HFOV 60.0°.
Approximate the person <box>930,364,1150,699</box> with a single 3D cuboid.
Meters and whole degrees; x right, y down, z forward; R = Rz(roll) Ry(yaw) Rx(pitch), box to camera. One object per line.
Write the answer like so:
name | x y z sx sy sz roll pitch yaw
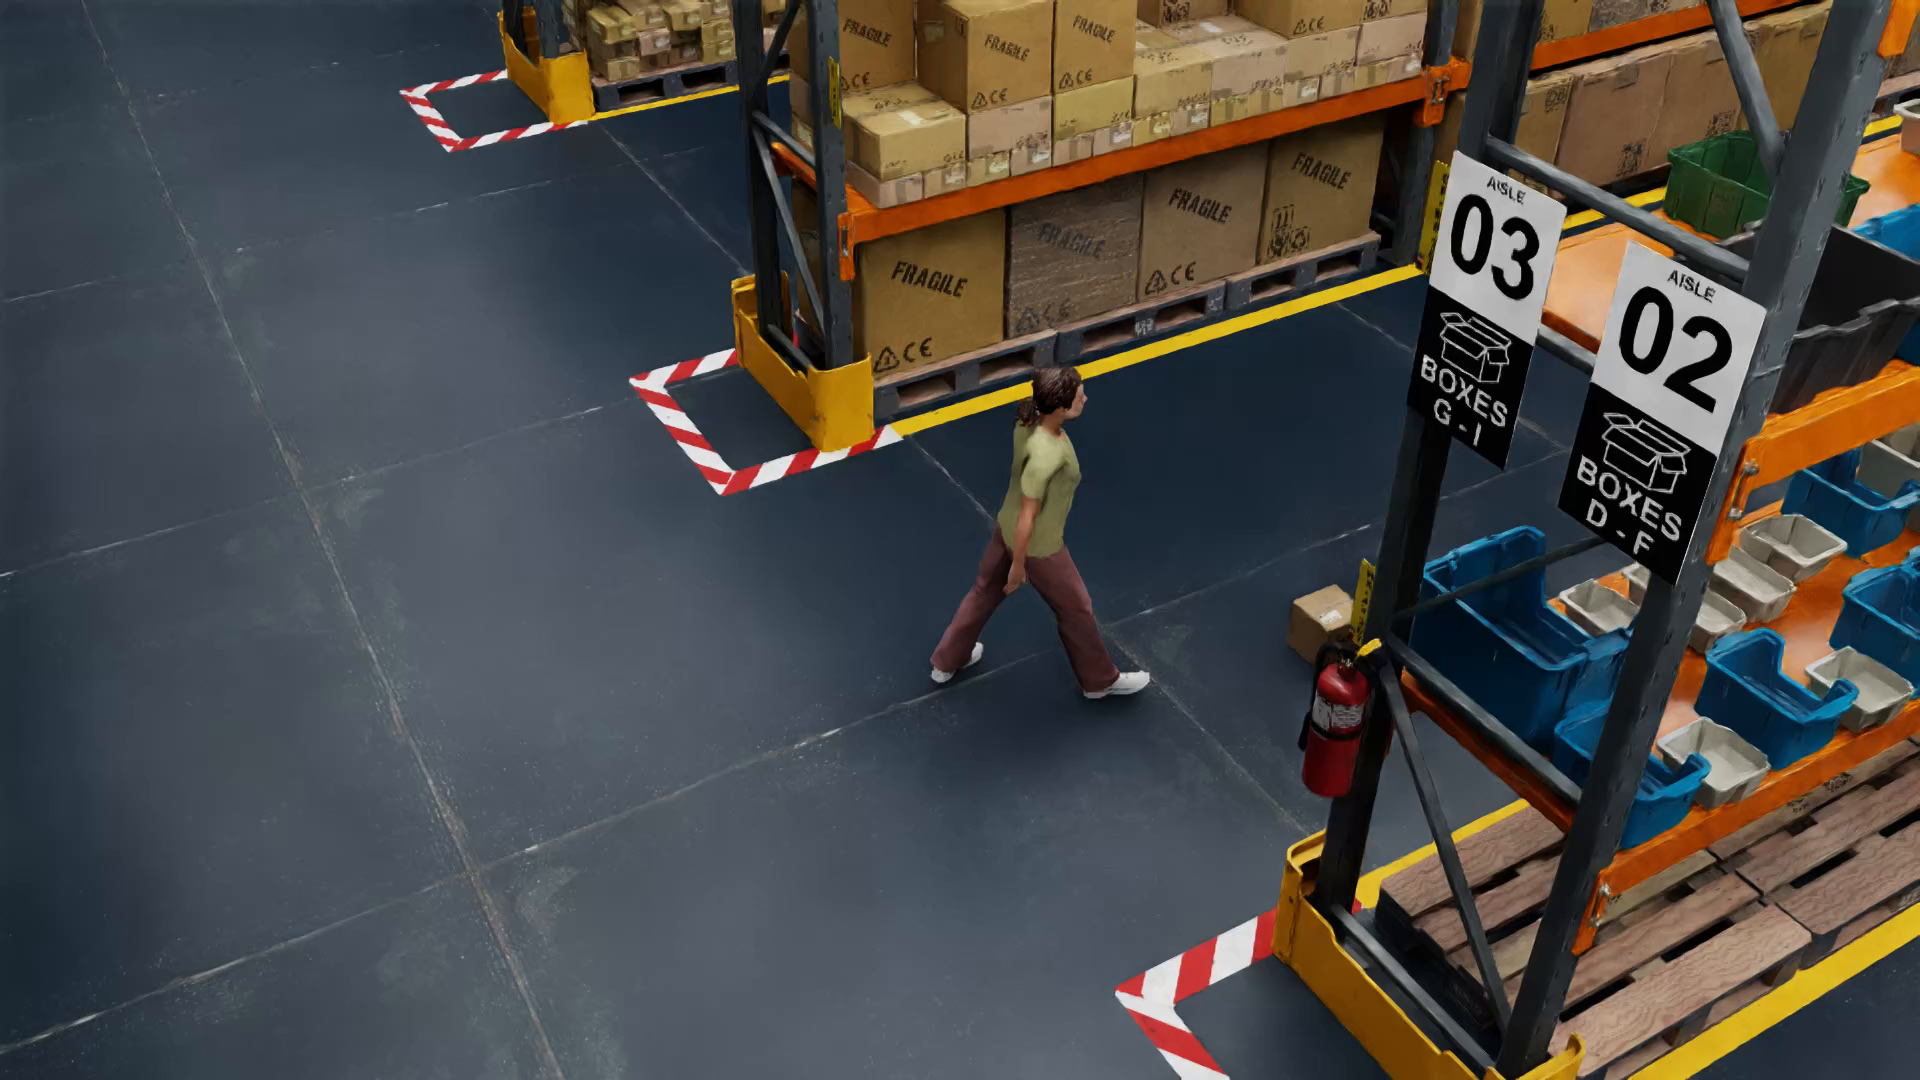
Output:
person | 0.341 -0.014 7.001 0.947 1.593 0.487 -6 37 -8
